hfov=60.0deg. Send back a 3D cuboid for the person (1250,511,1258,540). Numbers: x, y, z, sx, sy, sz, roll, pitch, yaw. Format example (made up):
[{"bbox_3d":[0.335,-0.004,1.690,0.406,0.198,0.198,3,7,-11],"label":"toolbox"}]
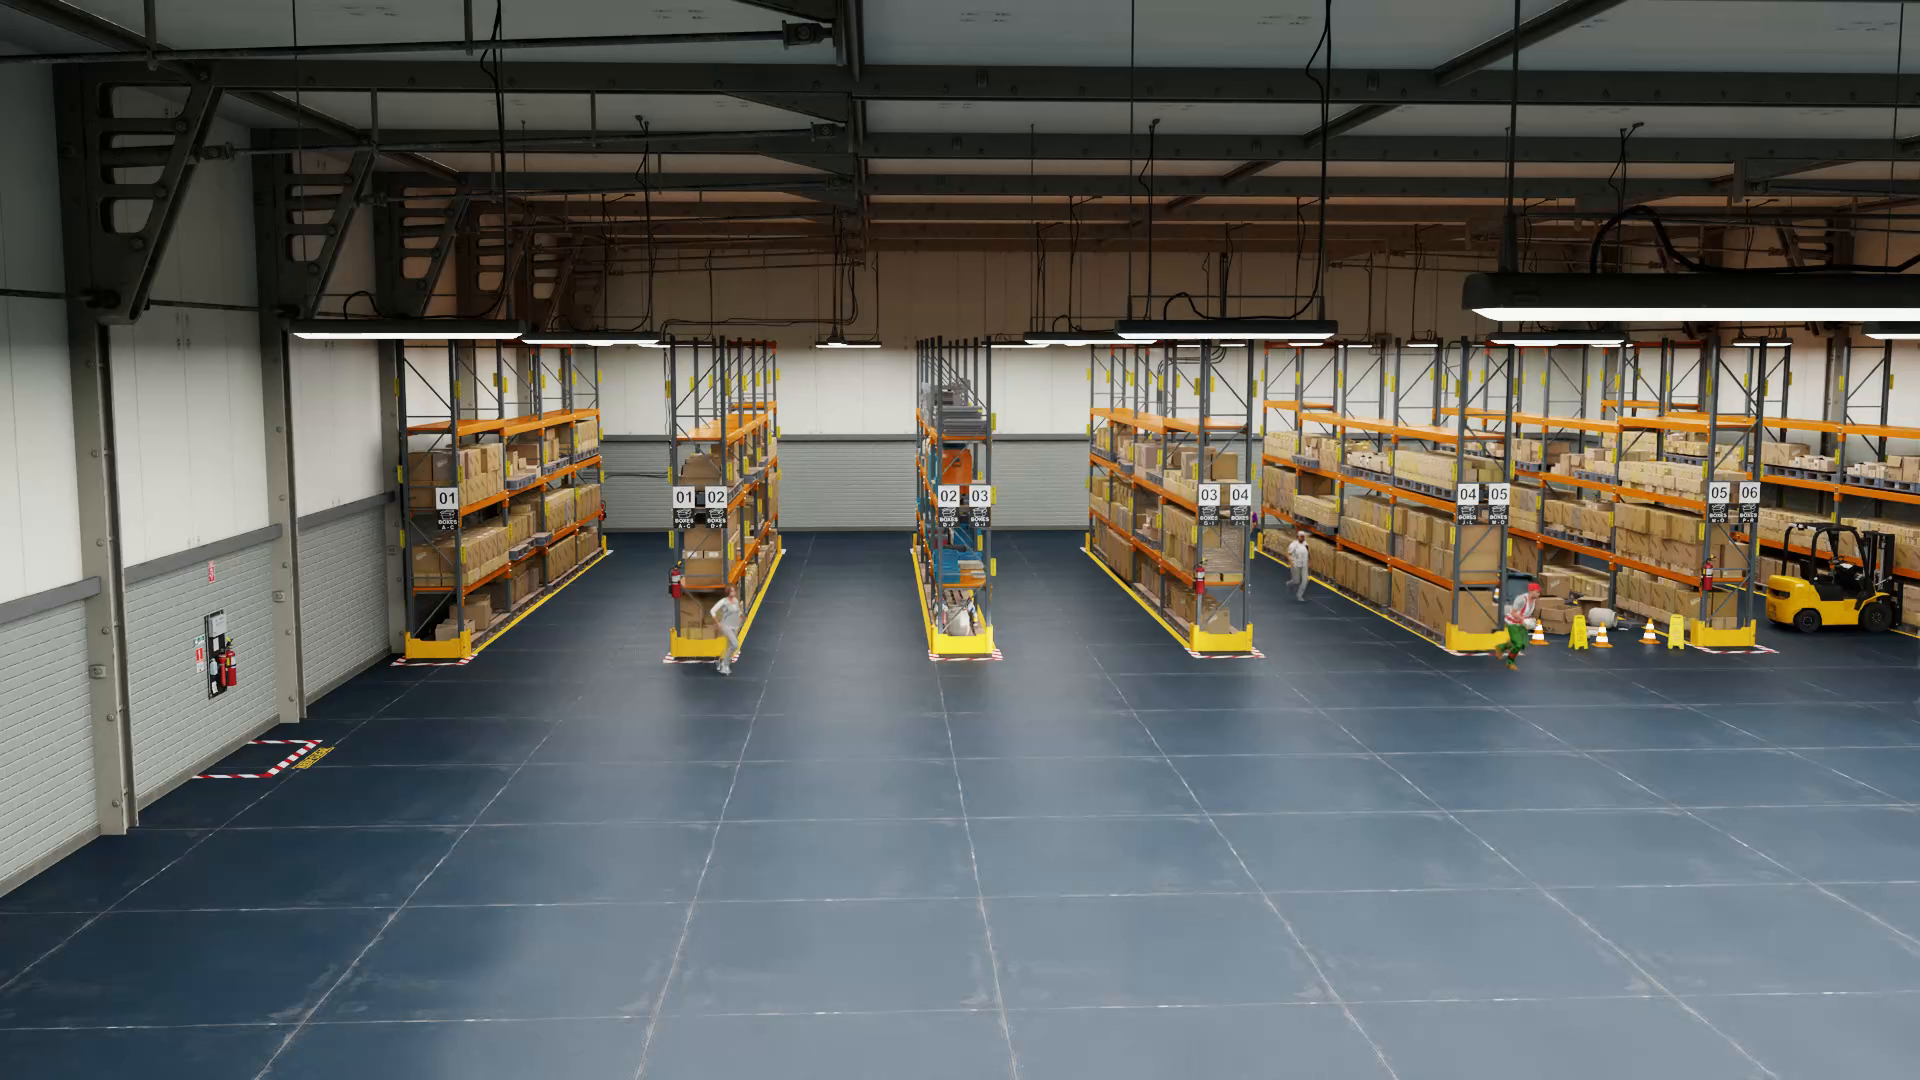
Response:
[{"bbox_3d":[7.613,-0.175,44.493,0.703,1.773,0.716,-1,7,-9],"label":"person"}]

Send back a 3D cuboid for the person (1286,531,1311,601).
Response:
[{"bbox_3d":[7.793,0.583,38.319,0.593,1.619,0.586,-1,7,-12],"label":"person"}]

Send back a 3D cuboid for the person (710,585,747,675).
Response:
[{"bbox_3d":[-4.073,1.592,29.487,0.658,1.590,0.534,4,8,31],"label":"person"}]

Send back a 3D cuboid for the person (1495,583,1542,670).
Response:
[{"bbox_3d":[10.072,1.537,29.957,0.656,1.617,0.898,-5,8,-38],"label":"person"}]
